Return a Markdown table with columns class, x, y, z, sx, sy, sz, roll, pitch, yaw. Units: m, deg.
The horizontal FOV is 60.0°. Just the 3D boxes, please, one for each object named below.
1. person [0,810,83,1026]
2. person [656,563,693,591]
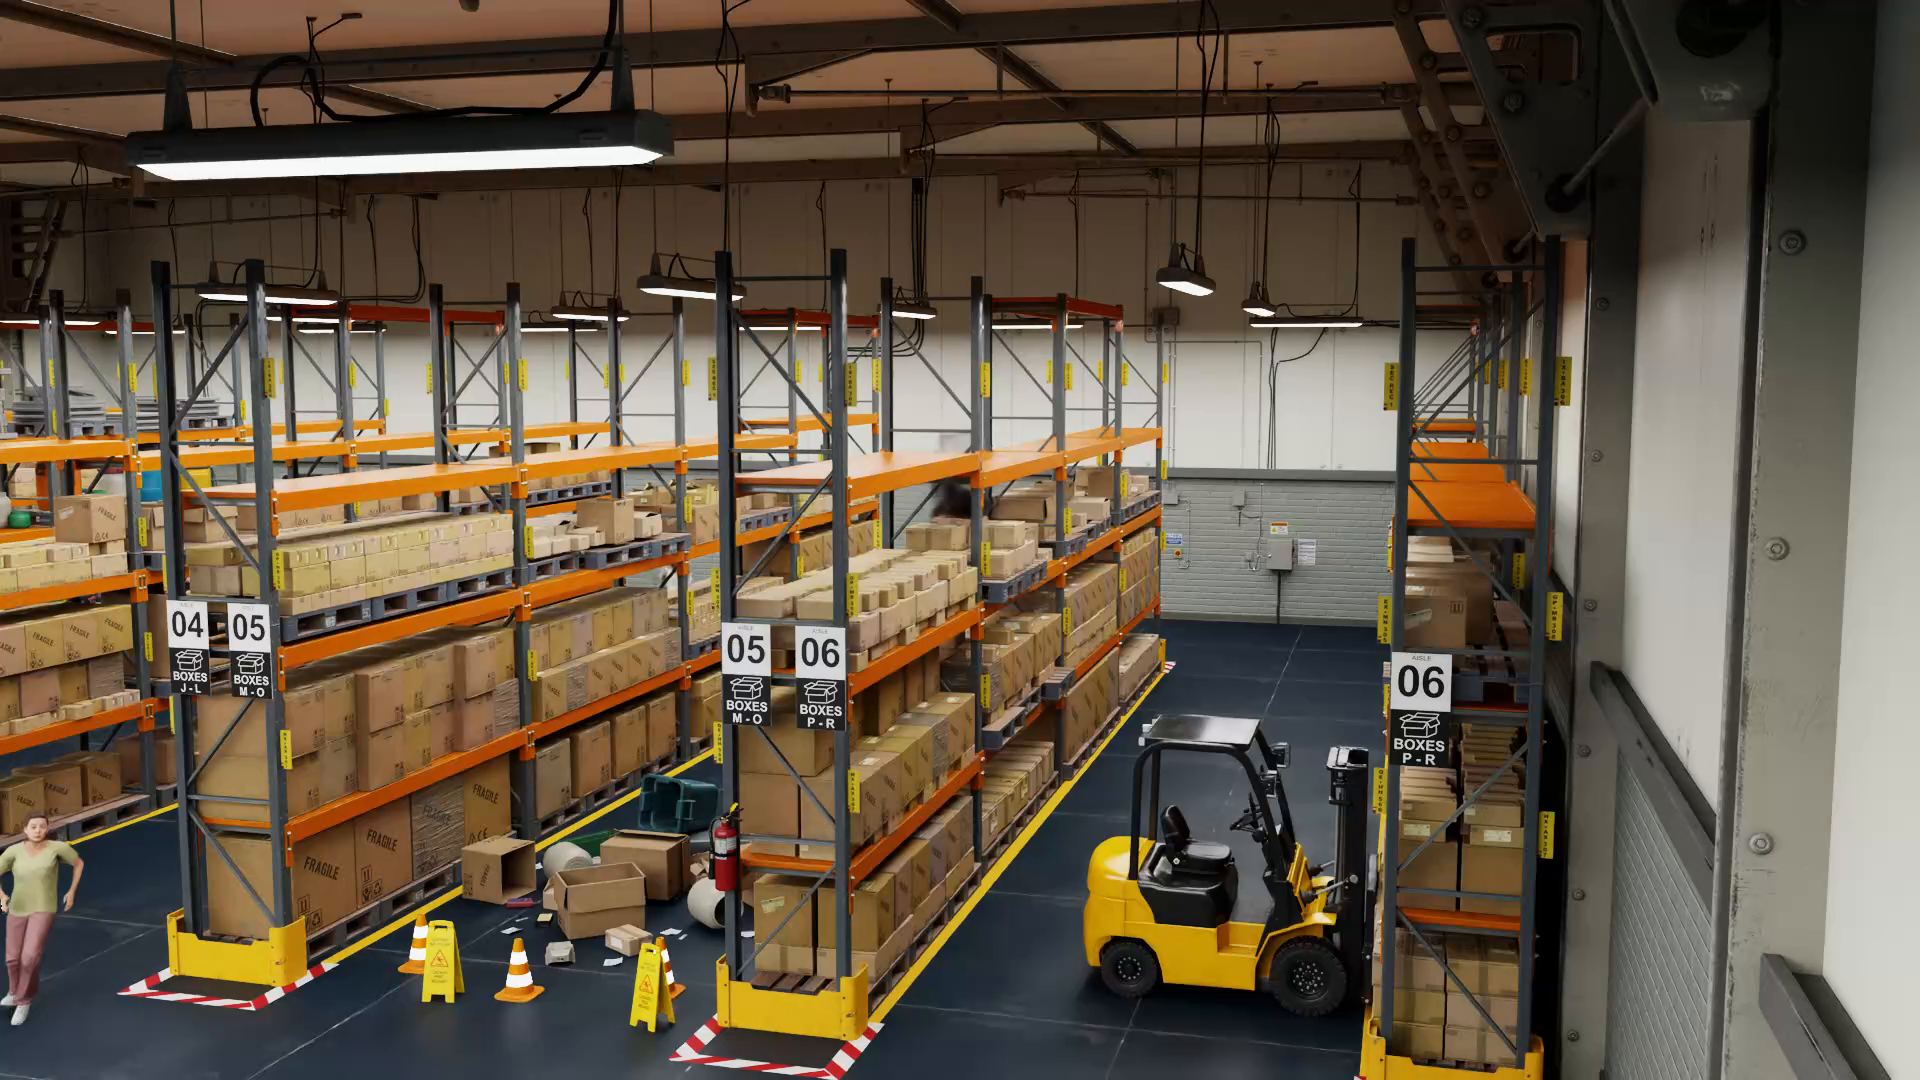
| class | x | y | z | sx | sy | sz | roll | pitch | yaw |
| --- | --- | --- | --- | --- | --- | --- | --- | --- | --- |
| person | -7.338 | 2.964 | 13.197 | 0.639 | 1.664 | 0.670 | -2 | 6 | -14 |
| person | -5.230 | 1.085 | 30.611 | 0.709 | 1.780 | 0.626 | -3 | 7 | -24 |
